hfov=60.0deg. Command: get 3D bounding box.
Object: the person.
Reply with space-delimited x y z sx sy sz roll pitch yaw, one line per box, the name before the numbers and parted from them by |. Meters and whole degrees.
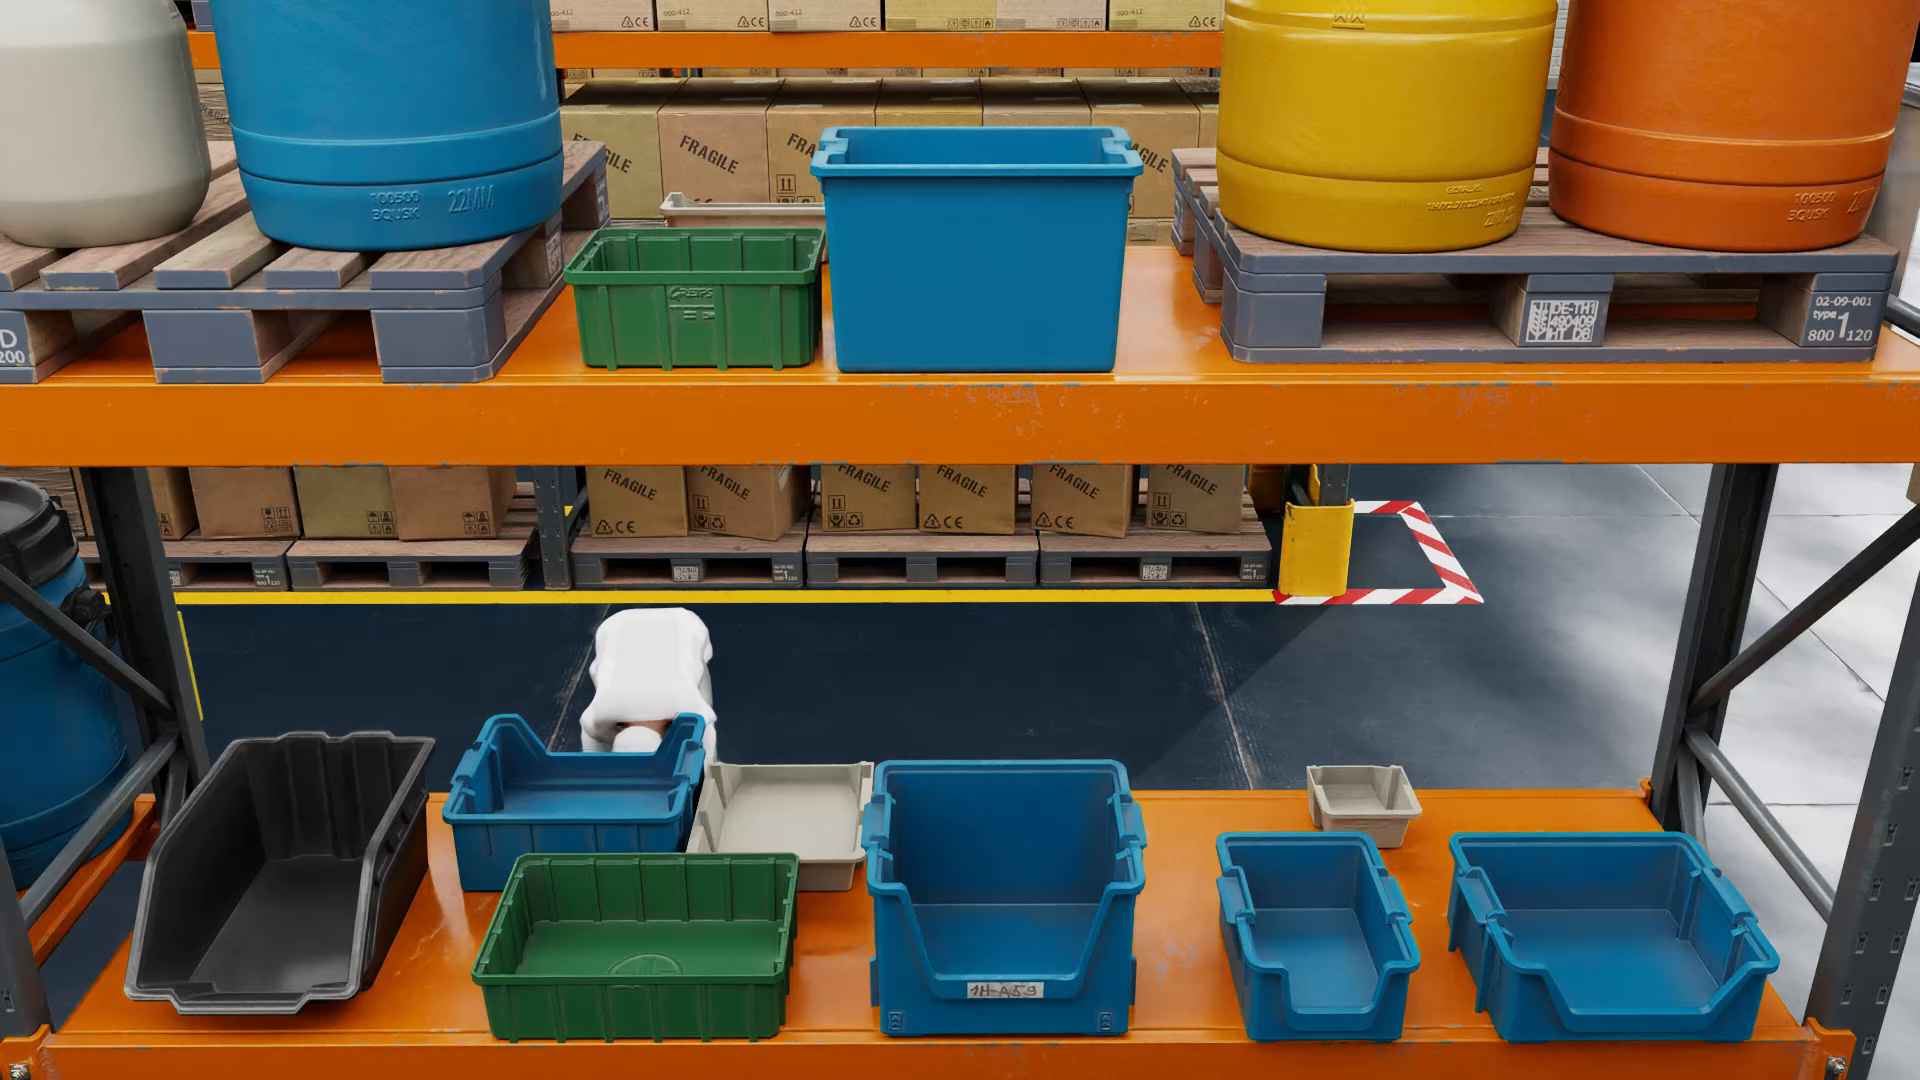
person | -1.142 0.808 6.234 0.501 0.967 0.973 -1 24 -3
